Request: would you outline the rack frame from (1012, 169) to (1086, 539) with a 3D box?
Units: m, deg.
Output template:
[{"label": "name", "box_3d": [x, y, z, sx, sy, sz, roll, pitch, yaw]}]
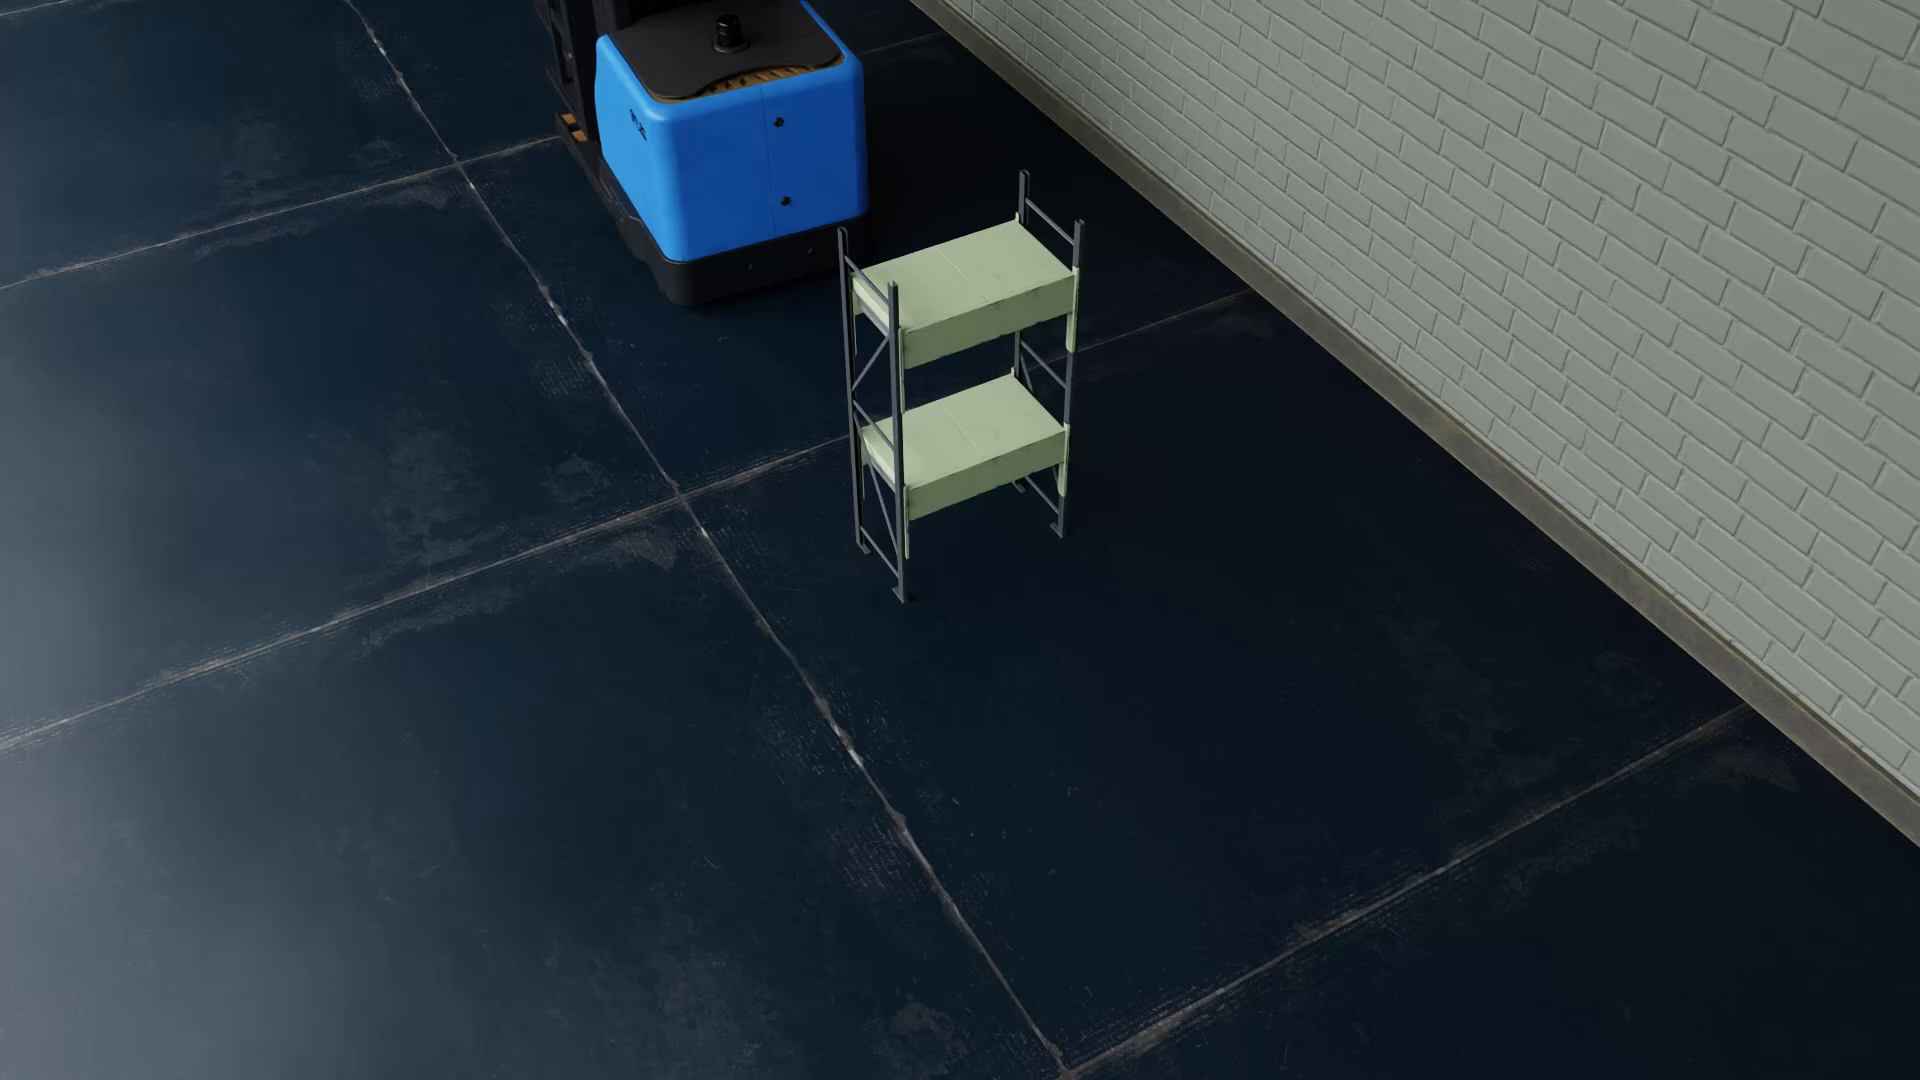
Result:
[{"label": "rack frame", "box_3d": [0.323, -0.668, 6.361, 0.023, 1.500, 0.400, -22, 48, -21]}]

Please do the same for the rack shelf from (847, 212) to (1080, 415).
[{"label": "rack shelf", "box_3d": [0.006, -0.821, 5.958, 0.720, 0.370, 0.431, -22, 48, -21]}]

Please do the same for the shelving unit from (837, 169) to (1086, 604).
[{"label": "shelving unit", "box_3d": [0.006, -0.541, 6.230, 0.755, 1.500, 0.431, -22, 48, -21]}]

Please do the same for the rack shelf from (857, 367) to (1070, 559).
[{"label": "rack shelf", "box_3d": [0.006, -0.307, 6.457, 0.720, 0.370, 0.431, -22, 48, -21]}]

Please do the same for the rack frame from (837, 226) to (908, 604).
[{"label": "rack frame", "box_3d": [-0.312, -0.414, 6.099, 0.023, 1.500, 0.400, -22, 48, -21]}]

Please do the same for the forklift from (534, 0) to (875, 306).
[{"label": "forklift", "box_3d": [-1.512, -3.177, 7.919, 1.130, 2.935, 3.031, -19, 47, -18]}]
